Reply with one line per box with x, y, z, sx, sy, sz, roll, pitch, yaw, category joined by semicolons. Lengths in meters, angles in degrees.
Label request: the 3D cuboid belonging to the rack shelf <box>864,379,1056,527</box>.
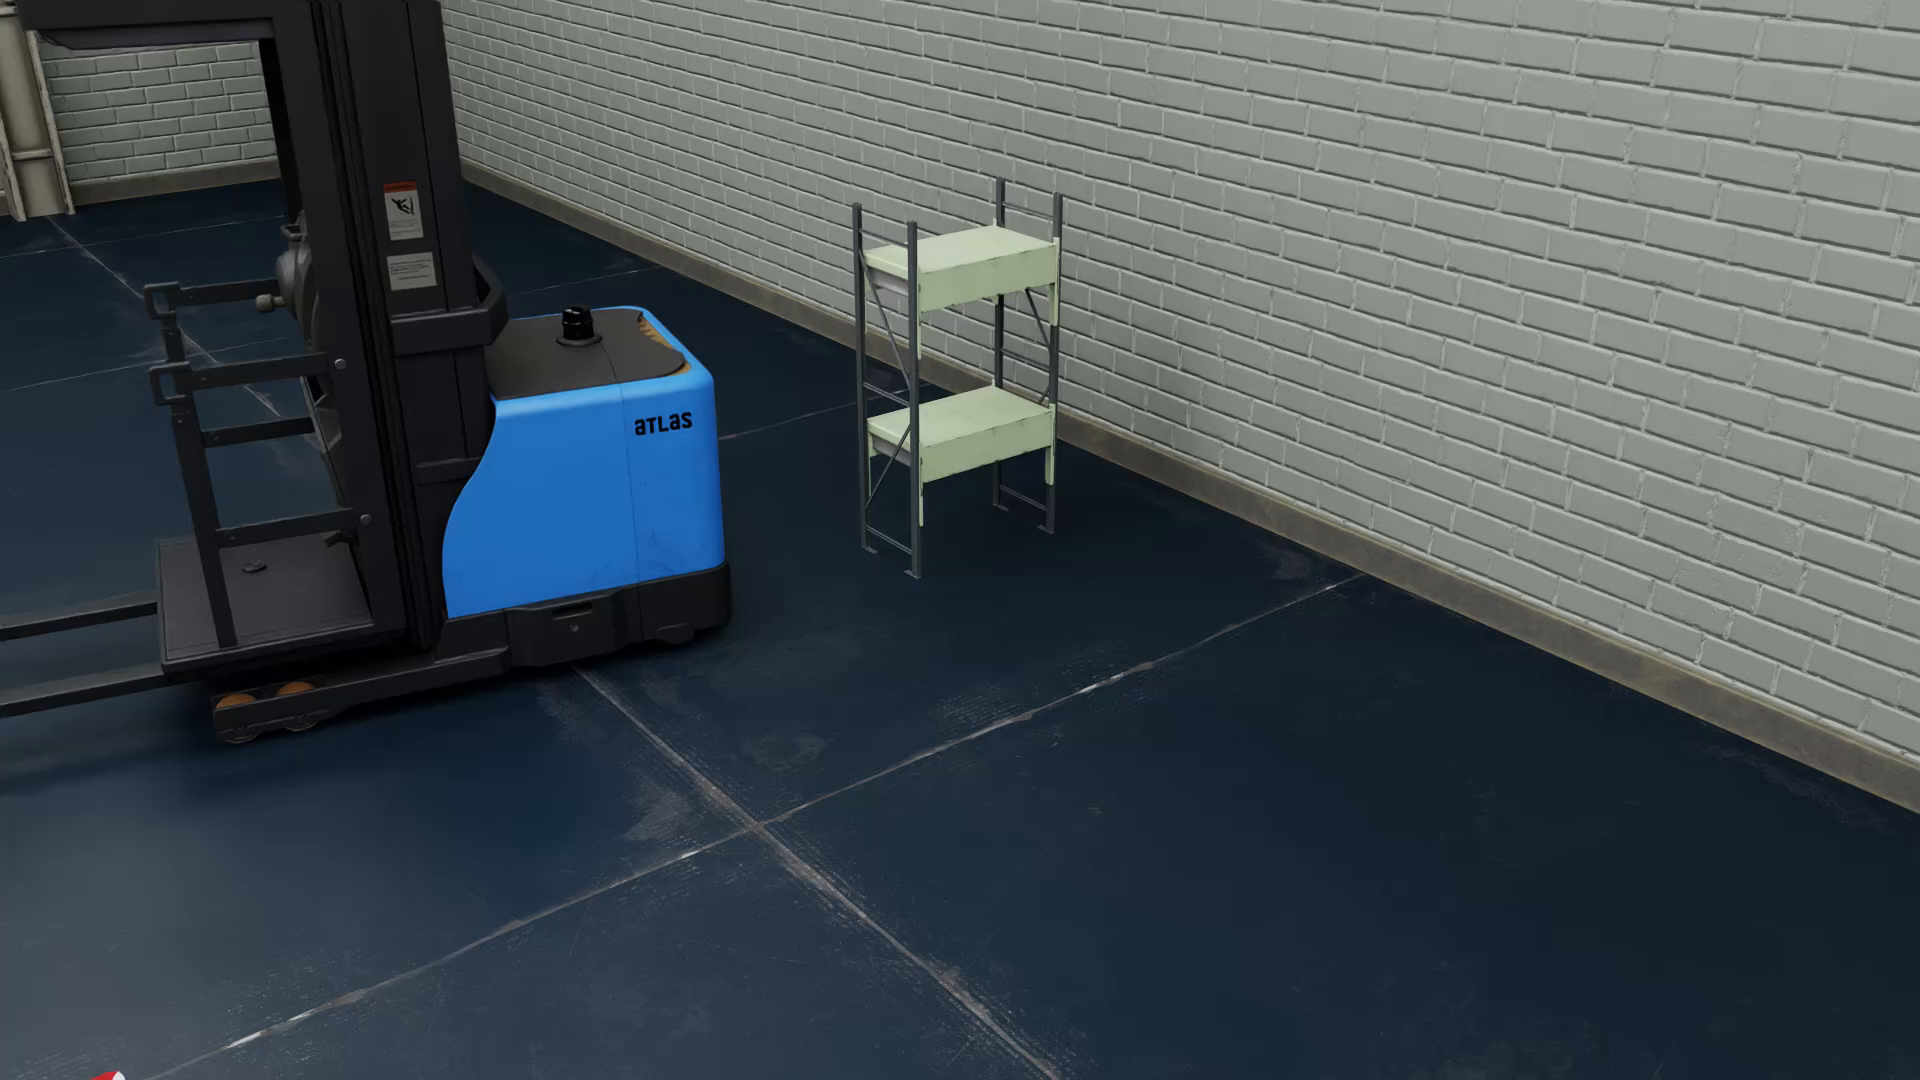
-0.005;-0.383;7.068;0.720;0.370;0.431;-18;31;-34;rack shelf

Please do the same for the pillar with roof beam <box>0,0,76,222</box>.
-4.270;-5.121;7.594;0.400;9.000;9.100;-18;31;-34;pillar with roof beam

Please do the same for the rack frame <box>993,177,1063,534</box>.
0.283;-0.774;7.135;0.023;1.500;0.400;-18;31;-34;rack frame

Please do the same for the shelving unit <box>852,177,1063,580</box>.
-0.005;-0.679;6.931;0.755;1.500;0.431;-18;31;-34;shelving unit

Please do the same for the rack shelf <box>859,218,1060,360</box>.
-0.005;-1.033;6.766;0.720;0.370;0.431;-18;31;-34;rack shelf

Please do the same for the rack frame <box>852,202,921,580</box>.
-0.293;-0.583;6.726;0.023;1.500;0.400;-18;31;-34;rack frame

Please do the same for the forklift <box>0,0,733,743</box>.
-2.442;-0.882;5.668;3.031;2.935;1.130;-11;27;-22;forklift
